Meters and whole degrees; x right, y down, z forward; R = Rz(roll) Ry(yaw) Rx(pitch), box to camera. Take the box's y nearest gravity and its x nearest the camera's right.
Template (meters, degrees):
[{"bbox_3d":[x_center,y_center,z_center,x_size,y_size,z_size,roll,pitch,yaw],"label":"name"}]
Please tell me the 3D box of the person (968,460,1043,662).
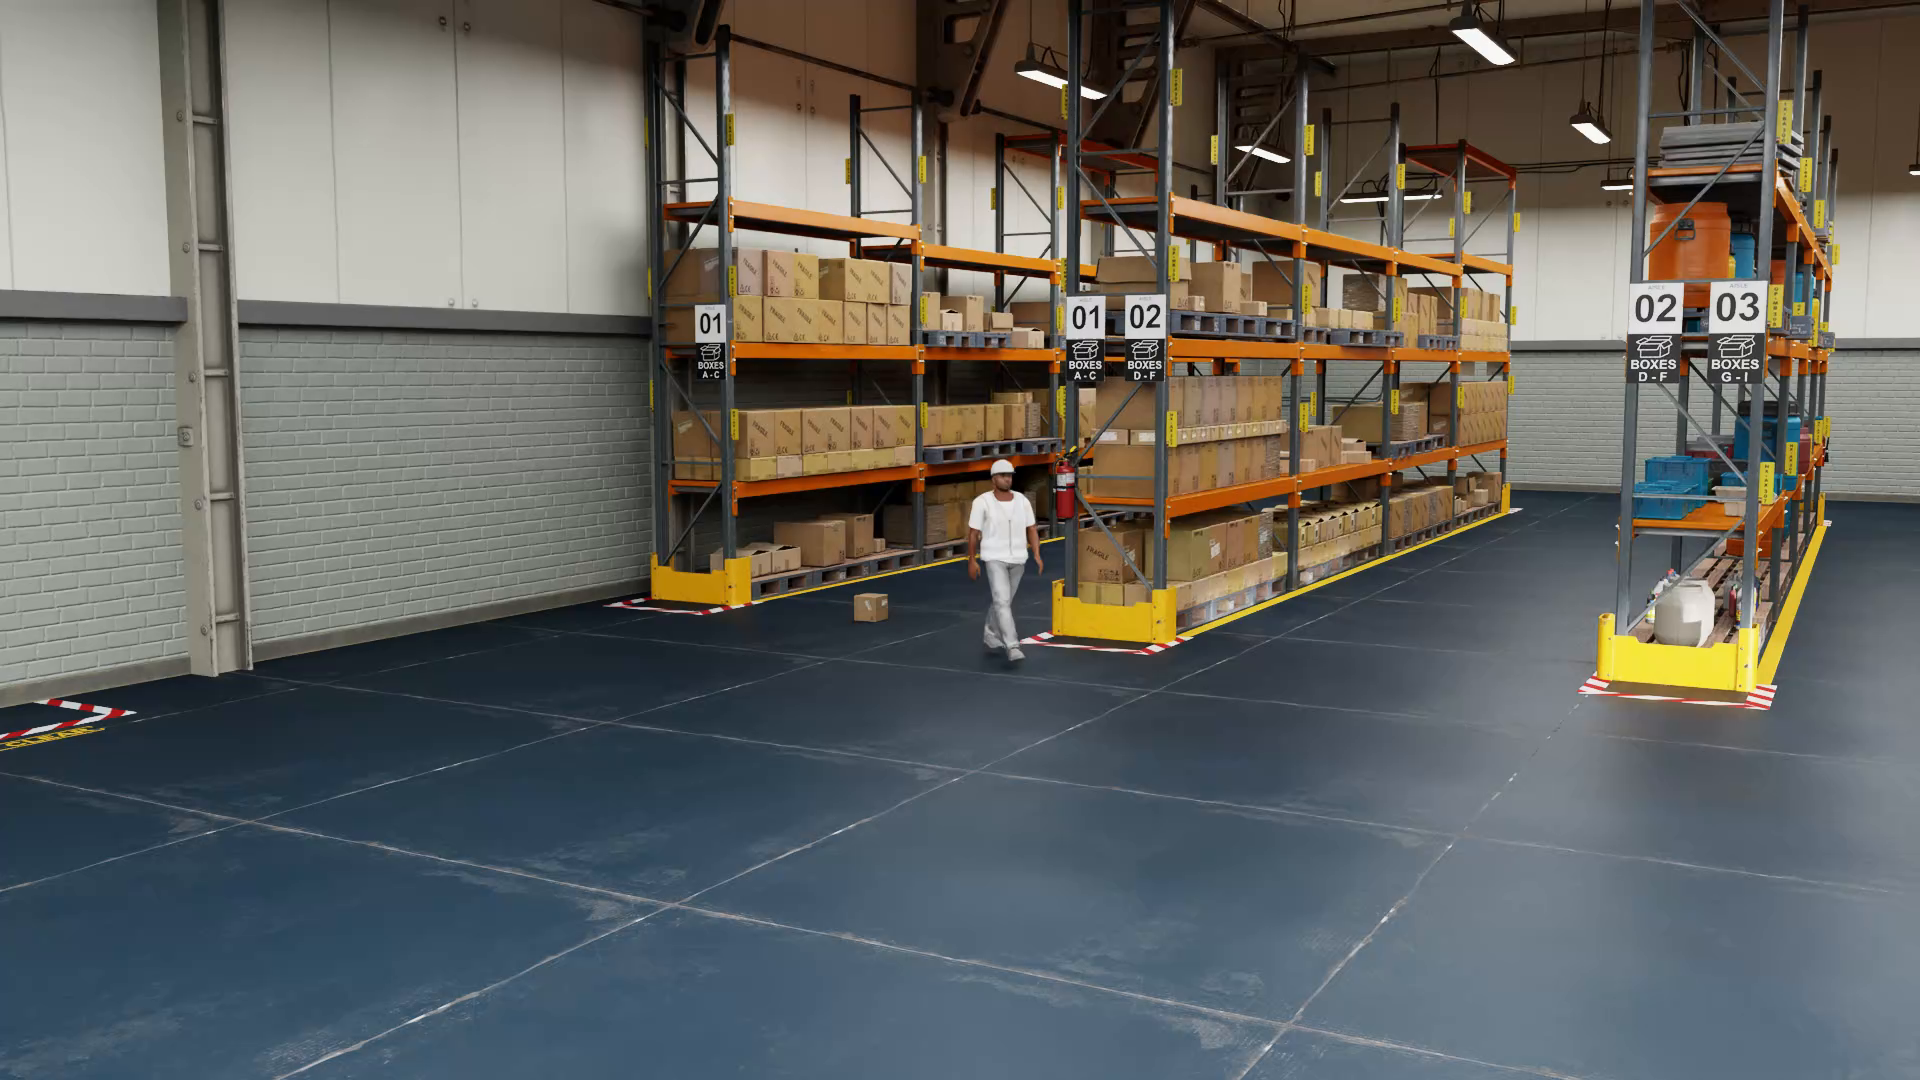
[{"bbox_3d":[0.421,0.162,14.366,0.581,1.707,1.077,-3,6,-24],"label":"person"}]
